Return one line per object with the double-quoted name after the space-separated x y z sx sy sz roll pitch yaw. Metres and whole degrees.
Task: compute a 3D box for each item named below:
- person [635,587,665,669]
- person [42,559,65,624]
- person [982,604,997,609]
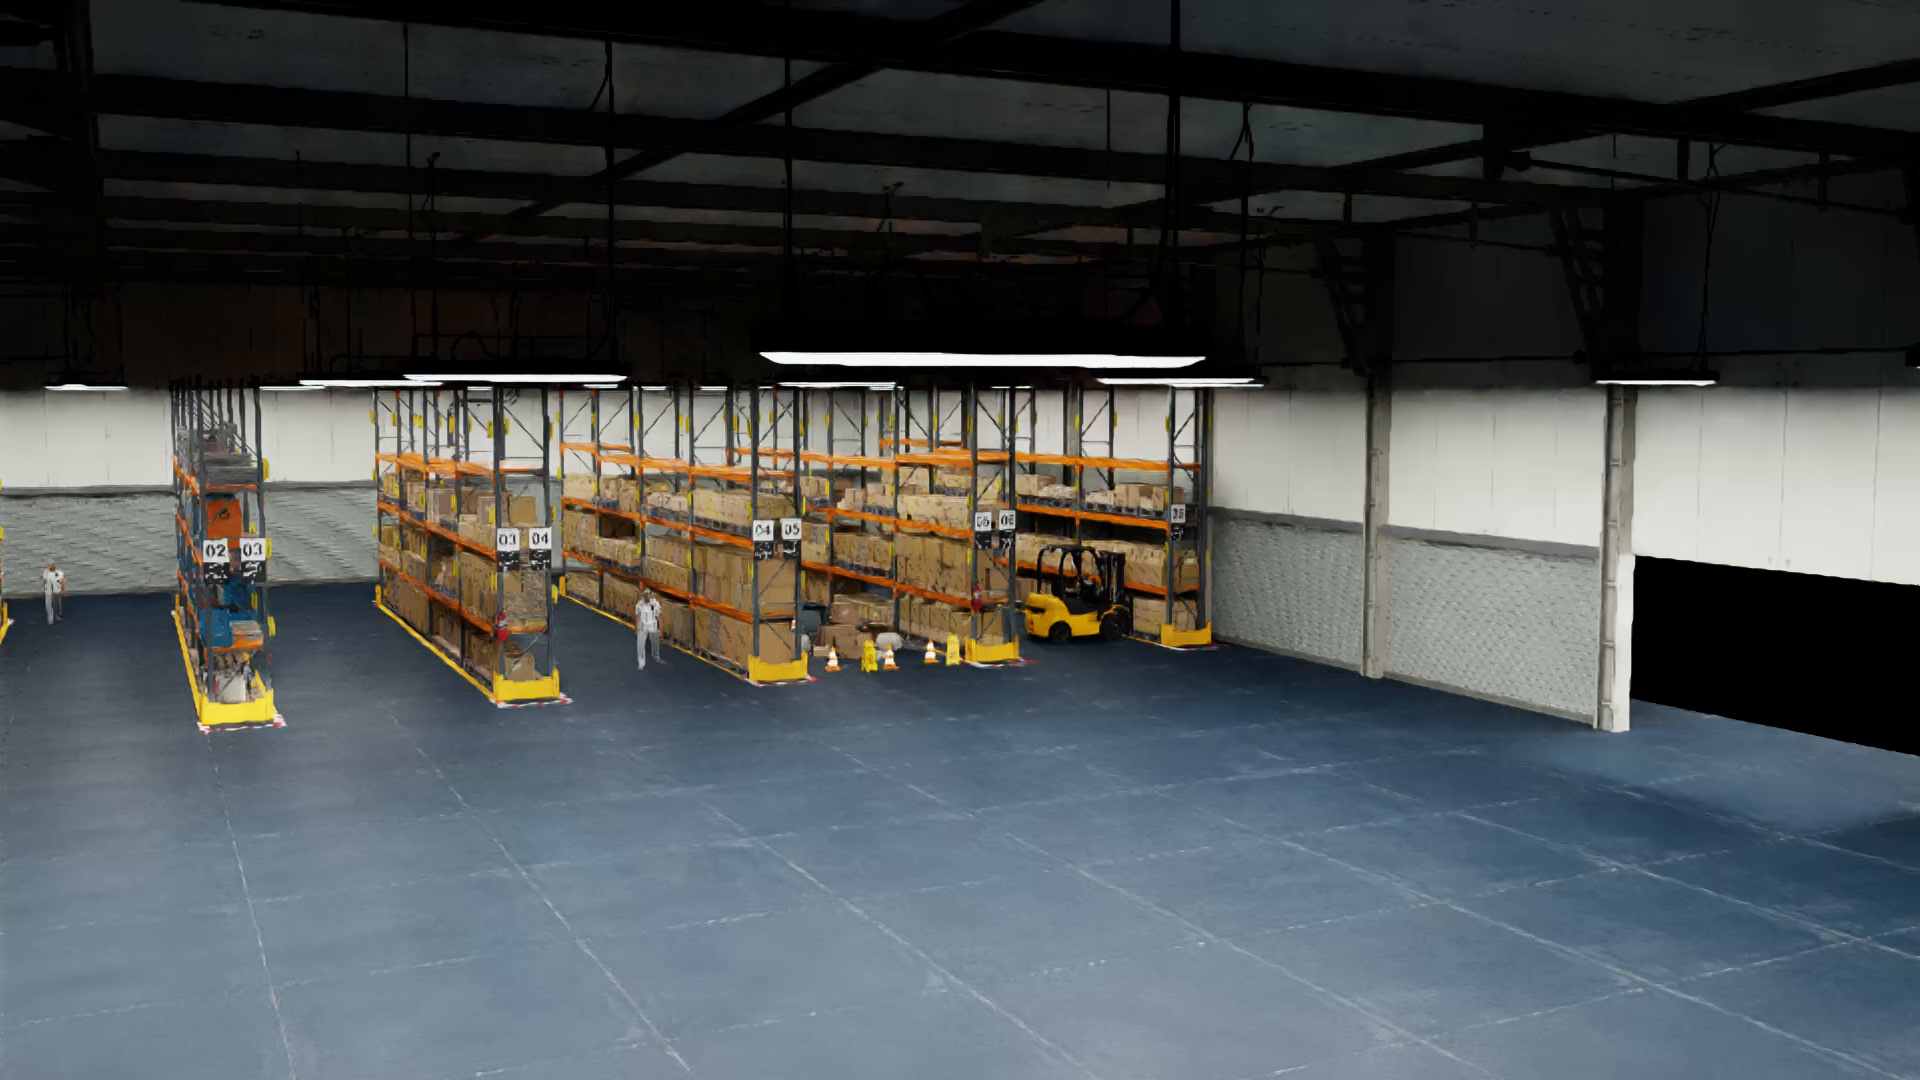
-6.464 1.803 34.548 0.585 1.697 0.977 -1 5 -6 "person"
-22.421 1.259 41.157 0.493 1.606 1.001 -3 6 -28 "person"
0.717 1.380 39.395 0.550 1.666 0.440 4 7 39 "person"
